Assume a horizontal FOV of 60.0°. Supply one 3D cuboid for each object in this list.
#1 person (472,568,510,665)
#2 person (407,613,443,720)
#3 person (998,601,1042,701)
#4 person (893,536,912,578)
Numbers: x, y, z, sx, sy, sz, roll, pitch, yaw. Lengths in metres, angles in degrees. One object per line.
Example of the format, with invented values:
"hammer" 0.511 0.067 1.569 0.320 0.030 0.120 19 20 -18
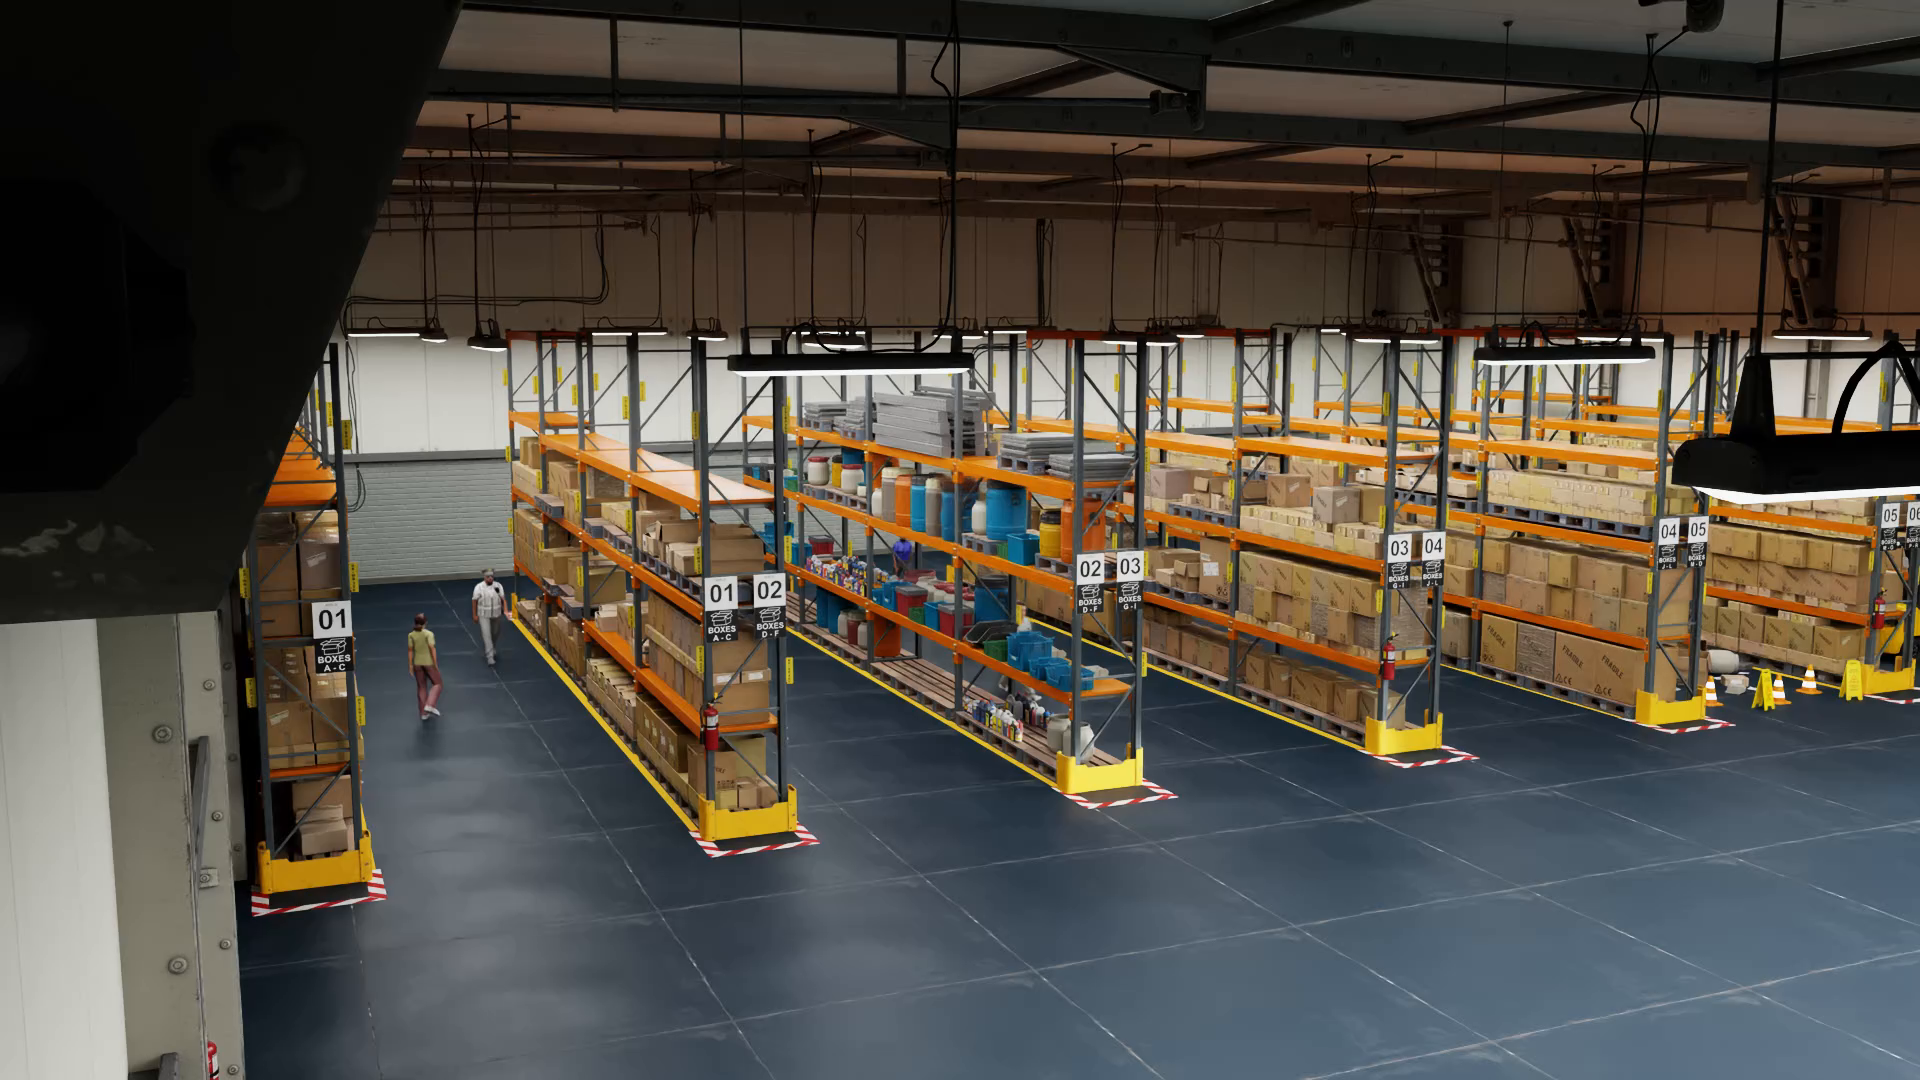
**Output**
"person" -8.552 1.348 30.302 0.612 1.707 1.078 -4 9 -25
"person" -8.380 1.983 25.957 0.490 1.665 0.480 0 8 2
"person" 0.987 1.795 27.403 0.452 1.596 1.127 -7 11 -43
"person" -1.270 0.560 36.483 0.474 1.595 1.045 -3 8 -23
